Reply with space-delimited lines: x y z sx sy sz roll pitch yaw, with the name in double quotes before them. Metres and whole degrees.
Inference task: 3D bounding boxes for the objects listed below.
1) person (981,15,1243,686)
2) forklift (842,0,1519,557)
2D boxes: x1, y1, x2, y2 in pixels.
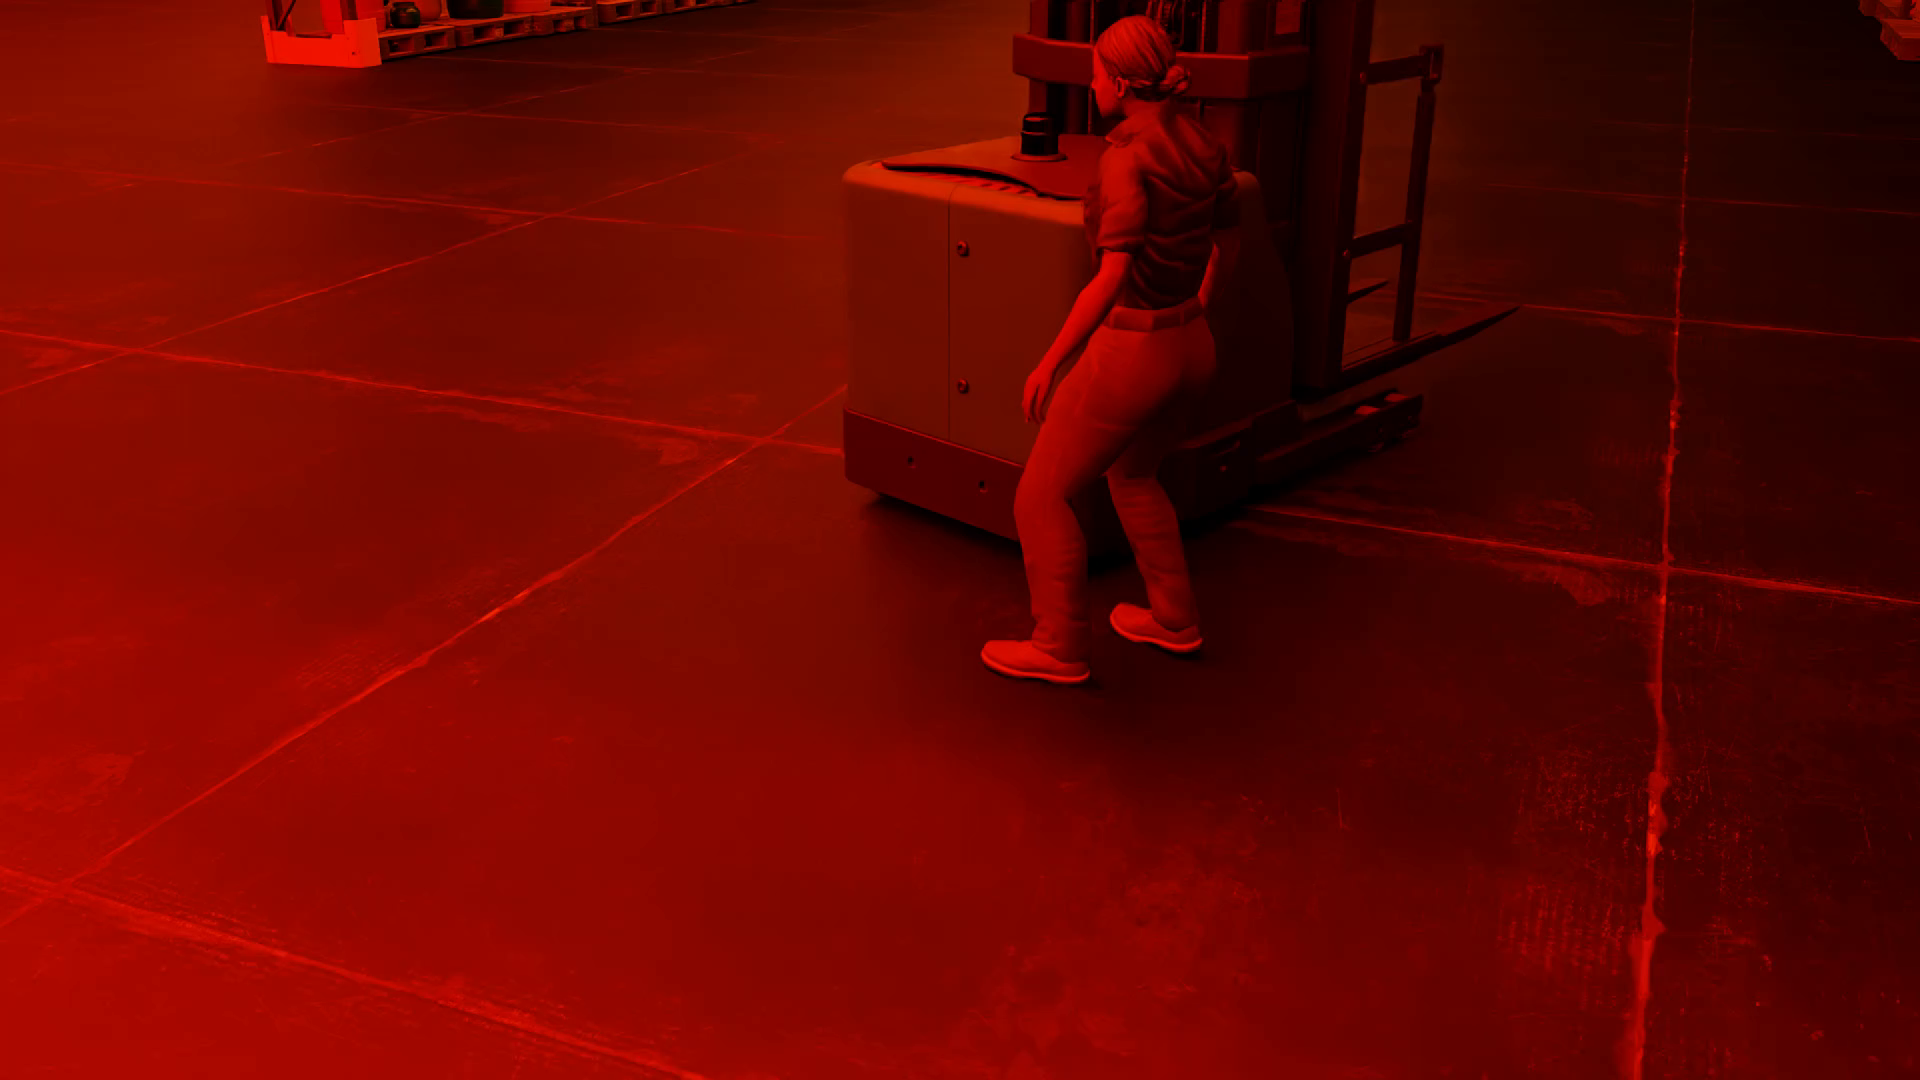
"person" 0.397 -0.457 4.096 0.435 1.608 0.748 17 28 35
"forklift" 1.008 -1.779 5.547 1.130 2.935 3.031 20 30 40
